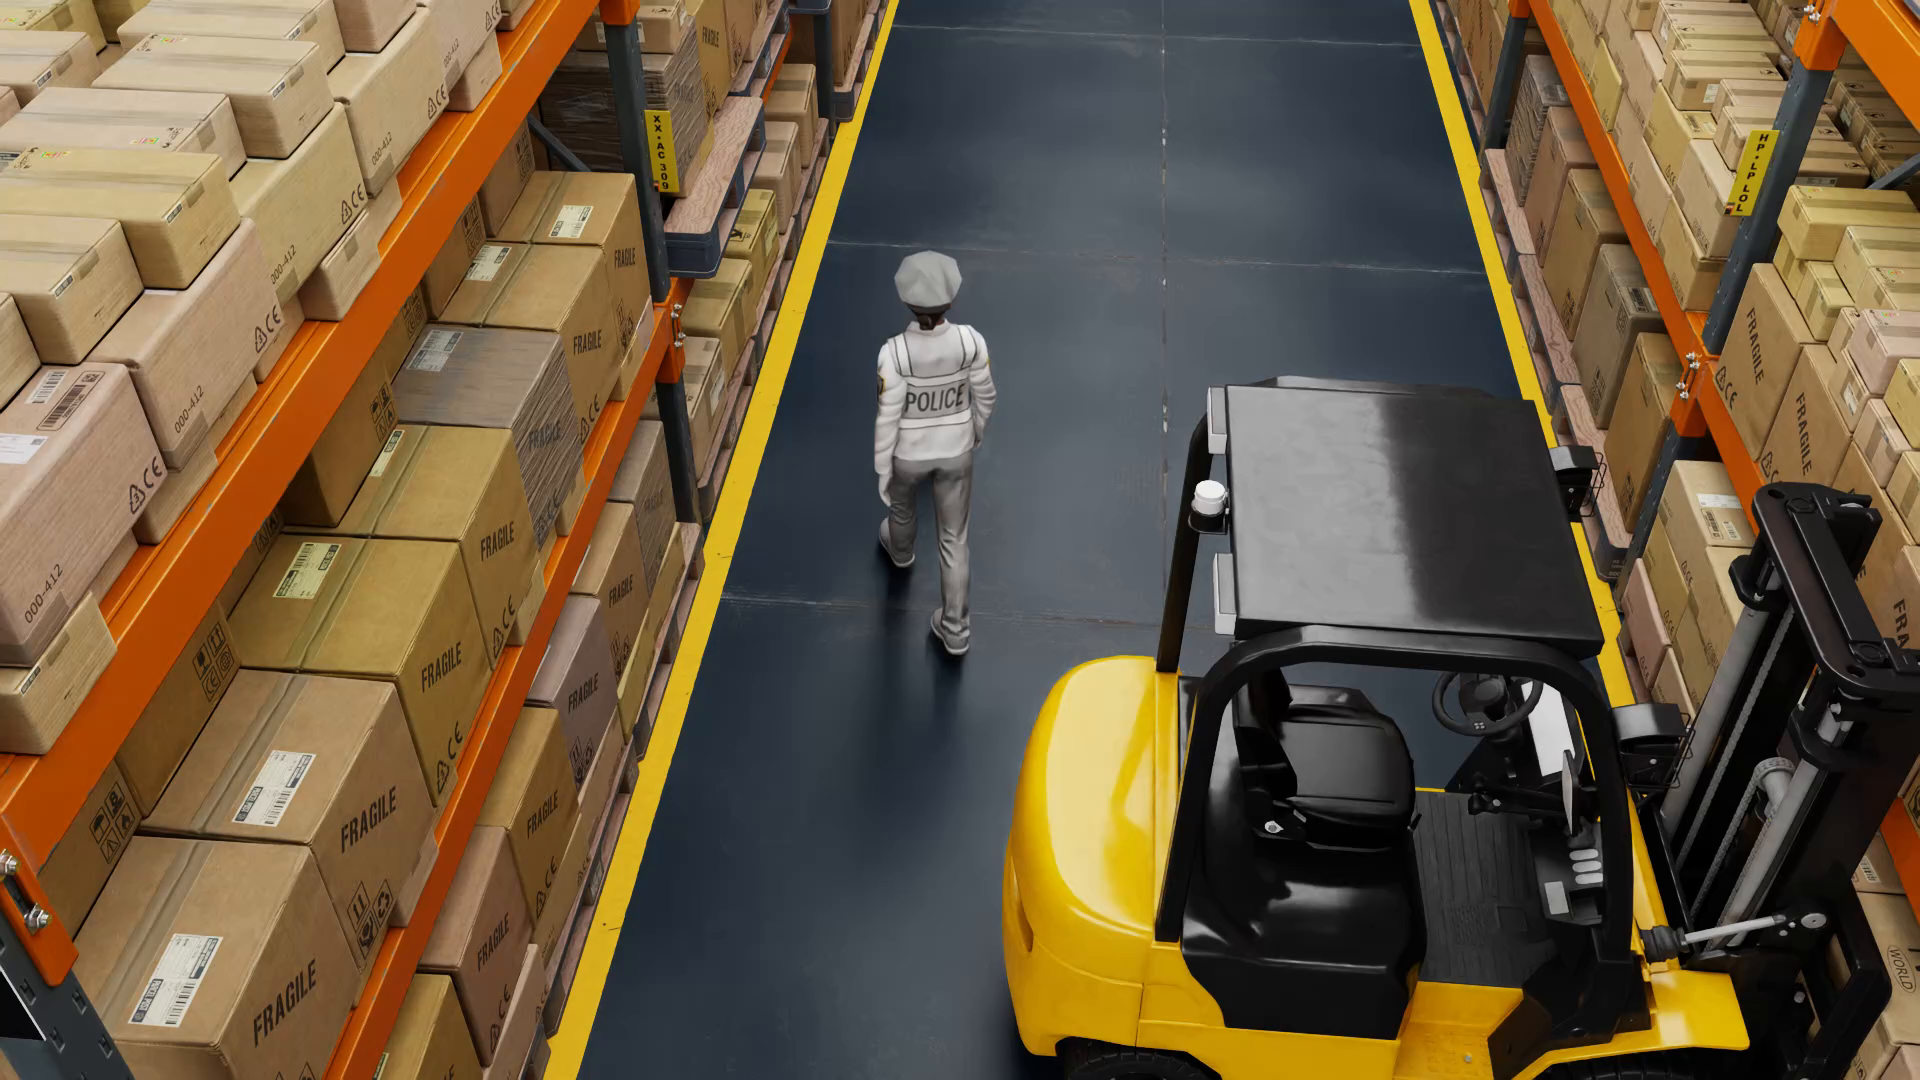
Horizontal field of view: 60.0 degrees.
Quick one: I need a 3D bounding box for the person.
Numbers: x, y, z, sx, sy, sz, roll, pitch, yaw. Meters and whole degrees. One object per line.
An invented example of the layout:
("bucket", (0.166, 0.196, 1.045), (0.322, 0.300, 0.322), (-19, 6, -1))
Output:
("person", (-0.111, -0.409, 6.616), (0.514, 1.635, 0.905), (-8, 41, -9))
